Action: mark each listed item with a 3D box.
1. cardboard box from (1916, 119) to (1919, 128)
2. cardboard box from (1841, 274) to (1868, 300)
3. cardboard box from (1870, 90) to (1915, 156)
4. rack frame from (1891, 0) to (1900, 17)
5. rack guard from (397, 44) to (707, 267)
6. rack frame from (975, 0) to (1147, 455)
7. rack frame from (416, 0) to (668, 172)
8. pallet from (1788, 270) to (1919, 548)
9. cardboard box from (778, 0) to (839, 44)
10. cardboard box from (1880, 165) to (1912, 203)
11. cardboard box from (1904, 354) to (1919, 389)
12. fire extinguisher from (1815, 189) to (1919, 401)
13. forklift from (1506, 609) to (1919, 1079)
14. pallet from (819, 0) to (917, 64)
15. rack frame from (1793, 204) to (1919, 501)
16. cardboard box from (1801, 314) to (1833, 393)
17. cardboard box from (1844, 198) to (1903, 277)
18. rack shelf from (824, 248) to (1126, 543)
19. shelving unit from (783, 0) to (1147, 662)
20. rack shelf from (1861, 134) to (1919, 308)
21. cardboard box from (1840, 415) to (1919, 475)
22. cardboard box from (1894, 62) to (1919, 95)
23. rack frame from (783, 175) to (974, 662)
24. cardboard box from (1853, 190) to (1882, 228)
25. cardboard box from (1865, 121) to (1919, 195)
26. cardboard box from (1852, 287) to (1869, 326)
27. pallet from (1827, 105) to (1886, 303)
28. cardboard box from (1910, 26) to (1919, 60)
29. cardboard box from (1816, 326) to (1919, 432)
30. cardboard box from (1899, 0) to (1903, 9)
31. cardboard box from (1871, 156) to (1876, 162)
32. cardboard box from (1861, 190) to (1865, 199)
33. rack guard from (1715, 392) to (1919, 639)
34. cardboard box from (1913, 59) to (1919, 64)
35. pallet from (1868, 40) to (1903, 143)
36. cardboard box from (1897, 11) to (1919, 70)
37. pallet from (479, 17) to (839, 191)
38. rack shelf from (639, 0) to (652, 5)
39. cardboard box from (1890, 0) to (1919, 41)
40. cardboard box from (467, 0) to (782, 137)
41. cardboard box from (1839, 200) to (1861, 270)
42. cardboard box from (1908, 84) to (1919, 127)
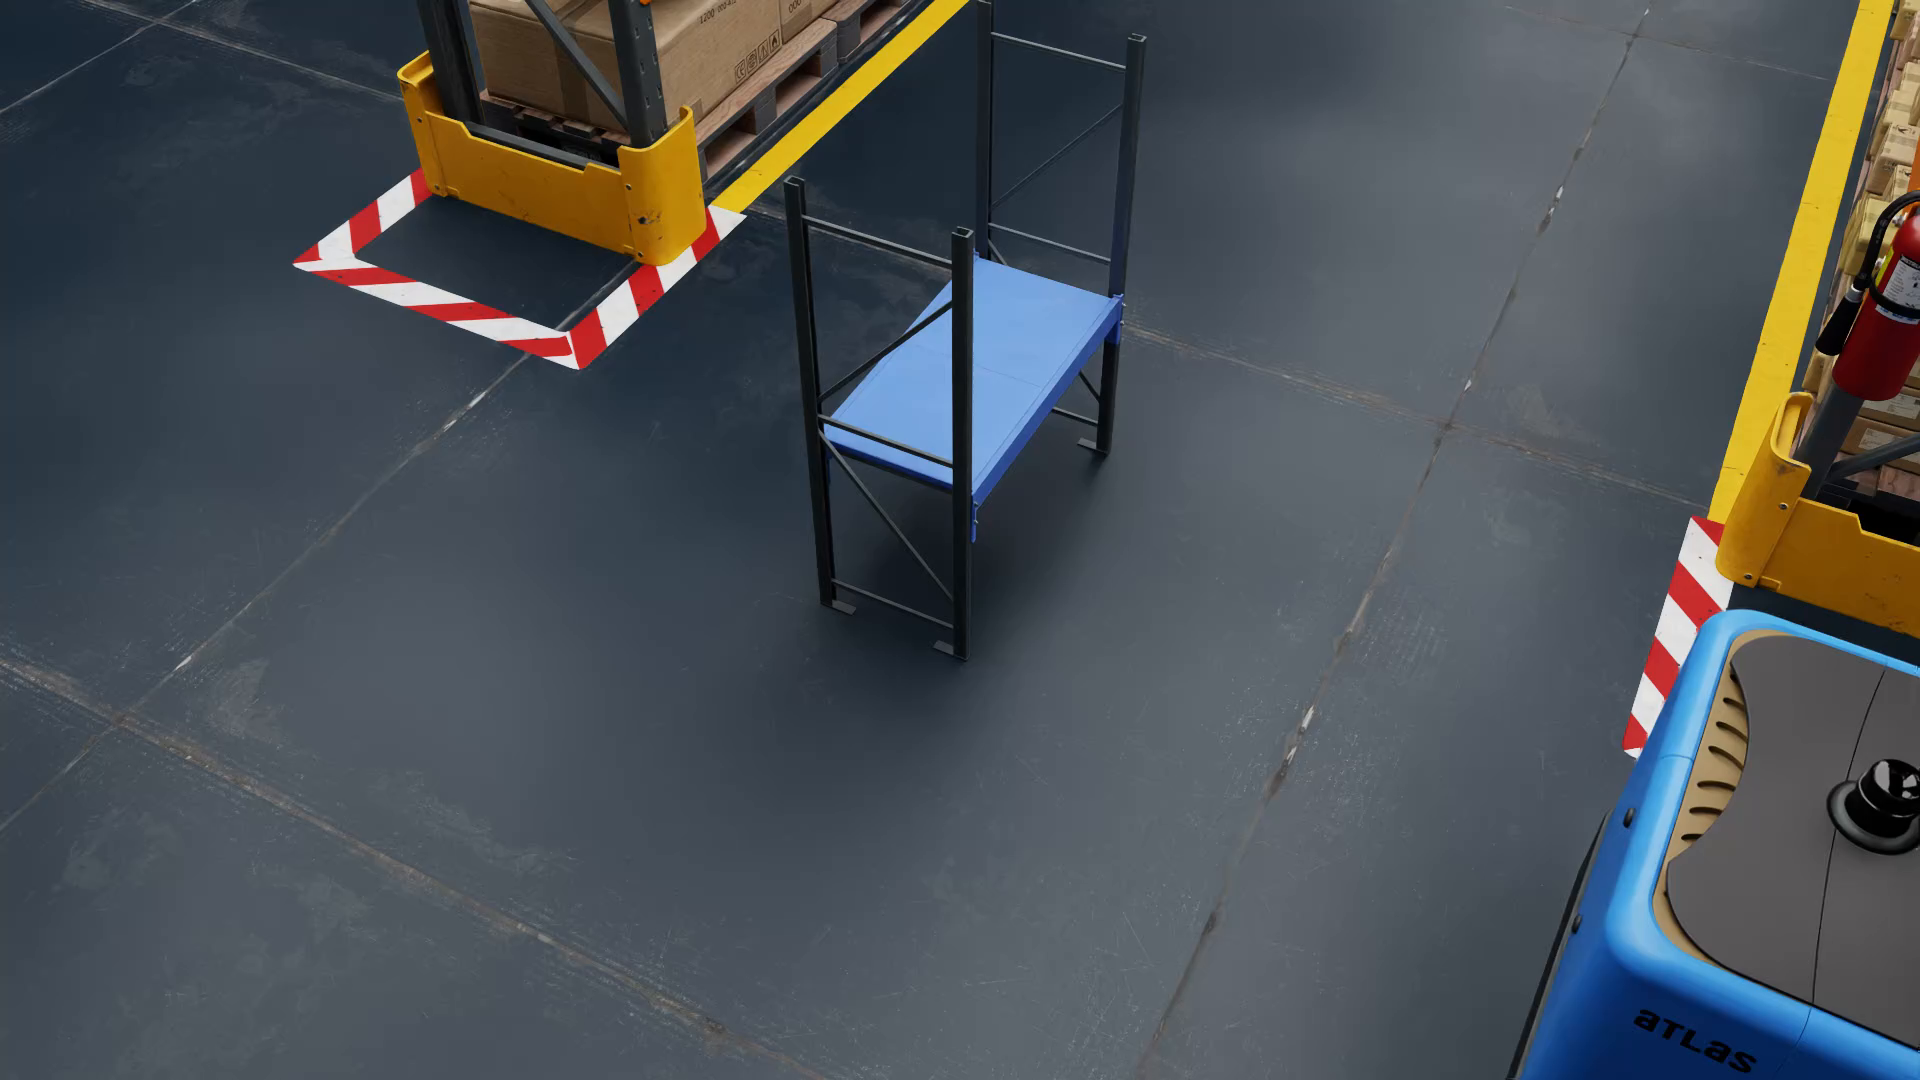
[{"bbox_3d":[3.556,-1.390,5.806,0.380,0.149,0.250,19,48,18],"label":"cardboard box"},{"bbox_3d":[3.119,-0.819,5.451,0.380,0.149,0.250,19,48,17],"label":"cardboard box"},{"bbox_3d":[3.587,-1.488,6.112,0.380,0.149,0.250,21,49,19],"label":"cardboard box"},{"bbox_3d":[4.744,-3.335,6.437,1.000,3.000,0.127,20,49,19],"label":"rack frame"},{"bbox_3d":[-1.555,-1.492,6.373,1.175,0.500,0.348,20,49,19],"label":"rack guard"},{"bbox_3d":[0.276,-0.901,5.086,0.500,1.500,0.032,20,49,19],"label":"rack frame"},{"bbox_3d":[-1.544,-2.385,5.499,1.000,3.000,0.127,20,49,19],"label":"rack frame"},{"bbox_3d":[3.331,-0.382,5.480,1.003,0.211,1.213,20,49,19],"label":"pallet"},{"bbox_3d":[-0.909,-2.660,7.277,0.875,0.438,0.875,22,49,20],"label":"cardboard box"},{"bbox_3d":[3.260,-1.073,5.492,0.380,0.149,0.250,19,48,18],"label":"cardboard box"},{"bbox_3d":[2.909,-0.586,5.012,0.380,0.149,0.250,21,49,19],"label":"cardboard box"},{"bbox_3d":[2.362,-0.650,4.100,0.296,0.674,0.183,20,49,19],"label":"fire extinguisher"},{"bbox_3d":[2.718,0.664,2.533,3.031,2.935,1.130,22,49,20],"label":"forklift"},{"bbox_3d":[-0.675,-2.700,7.770,1.003,0.211,1.213,20,49,19],"label":"pallet"},{"bbox_3d":[2.887,-0.815,3.946,1.000,3.000,0.127,20,49,19],"label":"rack frame"},{"bbox_3d":[2.977,-0.556,5.400,0.380,0.149,0.250,22,49,20],"label":"cardboard box"},{"bbox_3d":[3.084,-0.931,5.352,0.380,0.149,0.250,19,48,18],"label":"cardboard box"},{"bbox_3d":[0.040,-0.455,4.898,0.538,0.185,1.000,20,49,19],"label":"rack shelf"},{"bbox_3d":[0.040,-0.581,4.770,0.538,1.500,1.048,20,49,19],"label":"shelving unit"},{"bbox_3d":[3.816,-1.822,5.447,1.077,0.370,4.000,20,49,19],"label":"rack shelf"},{"bbox_3d":[2.947,-0.361,5.207,0.380,0.149,0.250,21,49,20],"label":"cardboard box"},{"bbox_3d":[3.724,-1.635,6.257,0.380,0.149,0.250,20,49,19],"label":"cardboard box"},{"bbox_3d":[-0.196,-0.261,4.453,0.500,1.500,0.032,20,49,19],"label":"rack frame"},{"bbox_3d":[3.348,-1.150,5.778,0.380,0.149,0.250,21,49,20],"label":"cardboard box"},{"bbox_3d":[3.336,-1.261,5.678,0.380,0.149,0.250,22,49,20],"label":"cardboard box"},{"bbox_3d":[3.049,-0.638,5.272,0.380,0.149,0.250,19,48,18],"label":"cardboard box"},{"bbox_3d":[3.899,-1.148,6.236,1.003,0.211,1.213,20,49,19],"label":"pallet"},{"bbox_3d":[3.855,-1.906,6.315,0.380,0.149,0.250,21,49,20],"label":"cardboard box"},{"bbox_3d":[2.880,-0.491,5.127,0.380,0.149,0.250,19,48,18],"label":"cardboard box"},{"bbox_3d":[4.291,-2.357,7.179,0.380,0.149,0.250,18,48,17],"label":"cardboard box"},{"bbox_3d":[3.724,-1.526,6.358,0.380,0.149,0.250,19,48,18],"label":"cardboard box"},{"bbox_3d":[3.486,-1.201,6.037,0.380,0.149,0.250,21,49,20],"label":"cardboard box"},{"bbox_3d":[2.923,0.016,4.883,1.175,0.500,0.348,20,49,19],"label":"rack guard"},{"bbox_3d":[4.024,-1.839,6.668,0.380,0.149,0.250,19,48,18],"label":"cardboard box"},{"bbox_3d":[4.464,-1.920,6.999,1.003,0.211,1.213,20,49,19],"label":"pallet"},{"bbox_3d":[4.098,-2.015,6.842,0.380,0.149,0.250,20,49,19],"label":"cardboard box"},{"bbox_3d":[-1.242,-1.935,7.014,1.003,0.211,1.213,20,49,19],"label":"pallet"},{"bbox_3d":[-0.615,-3.392,7.000,1.077,0.370,4.000,20,49,19],"label":"rack shelf"},{"bbox_3d":[4.167,-2.189,7.014,0.380,0.149,0.250,22,49,20],"label":"cardboard box"},{"bbox_3d":[-1.326,-2.081,6.704,0.875,0.438,0.875,19,48,18],"label":"cardboard box"},{"bbox_3d":[3.342,-1.035,5.873,0.380,0.149,0.250,18,48,17],"label":"cardboard box"},{"bbox_3d":[3.653,-1.565,5.978,0.380,0.149,0.250,21,49,19],"label":"cardboard box"}]
